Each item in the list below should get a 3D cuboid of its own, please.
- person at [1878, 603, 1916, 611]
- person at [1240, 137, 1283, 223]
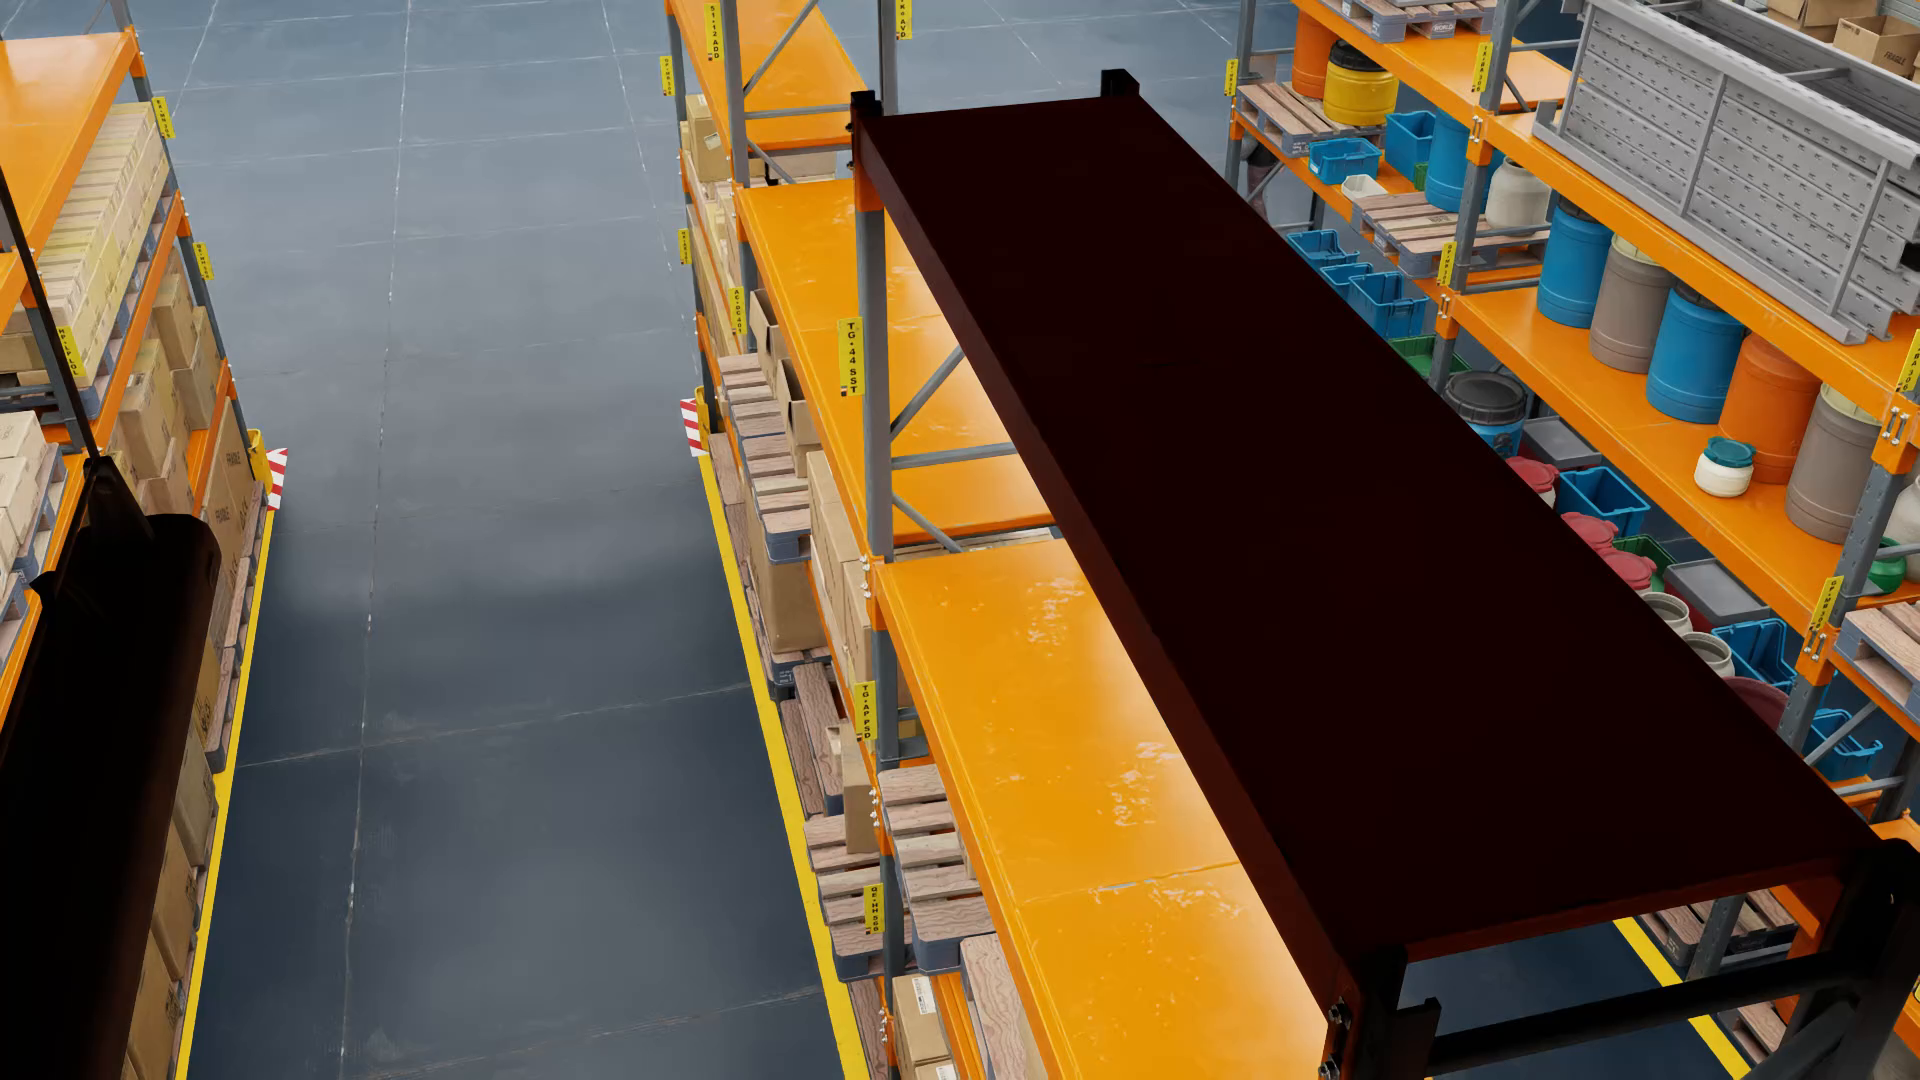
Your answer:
[{"bbox_3d":[6.886,0.101,12.353,0.605,1.782,0.457,-8,35,-11],"label":"person"},{"bbox_3d":[3.335,-4.299,18.891,0.566,1.729,0.777,-26,42,-33],"label":"person"}]
